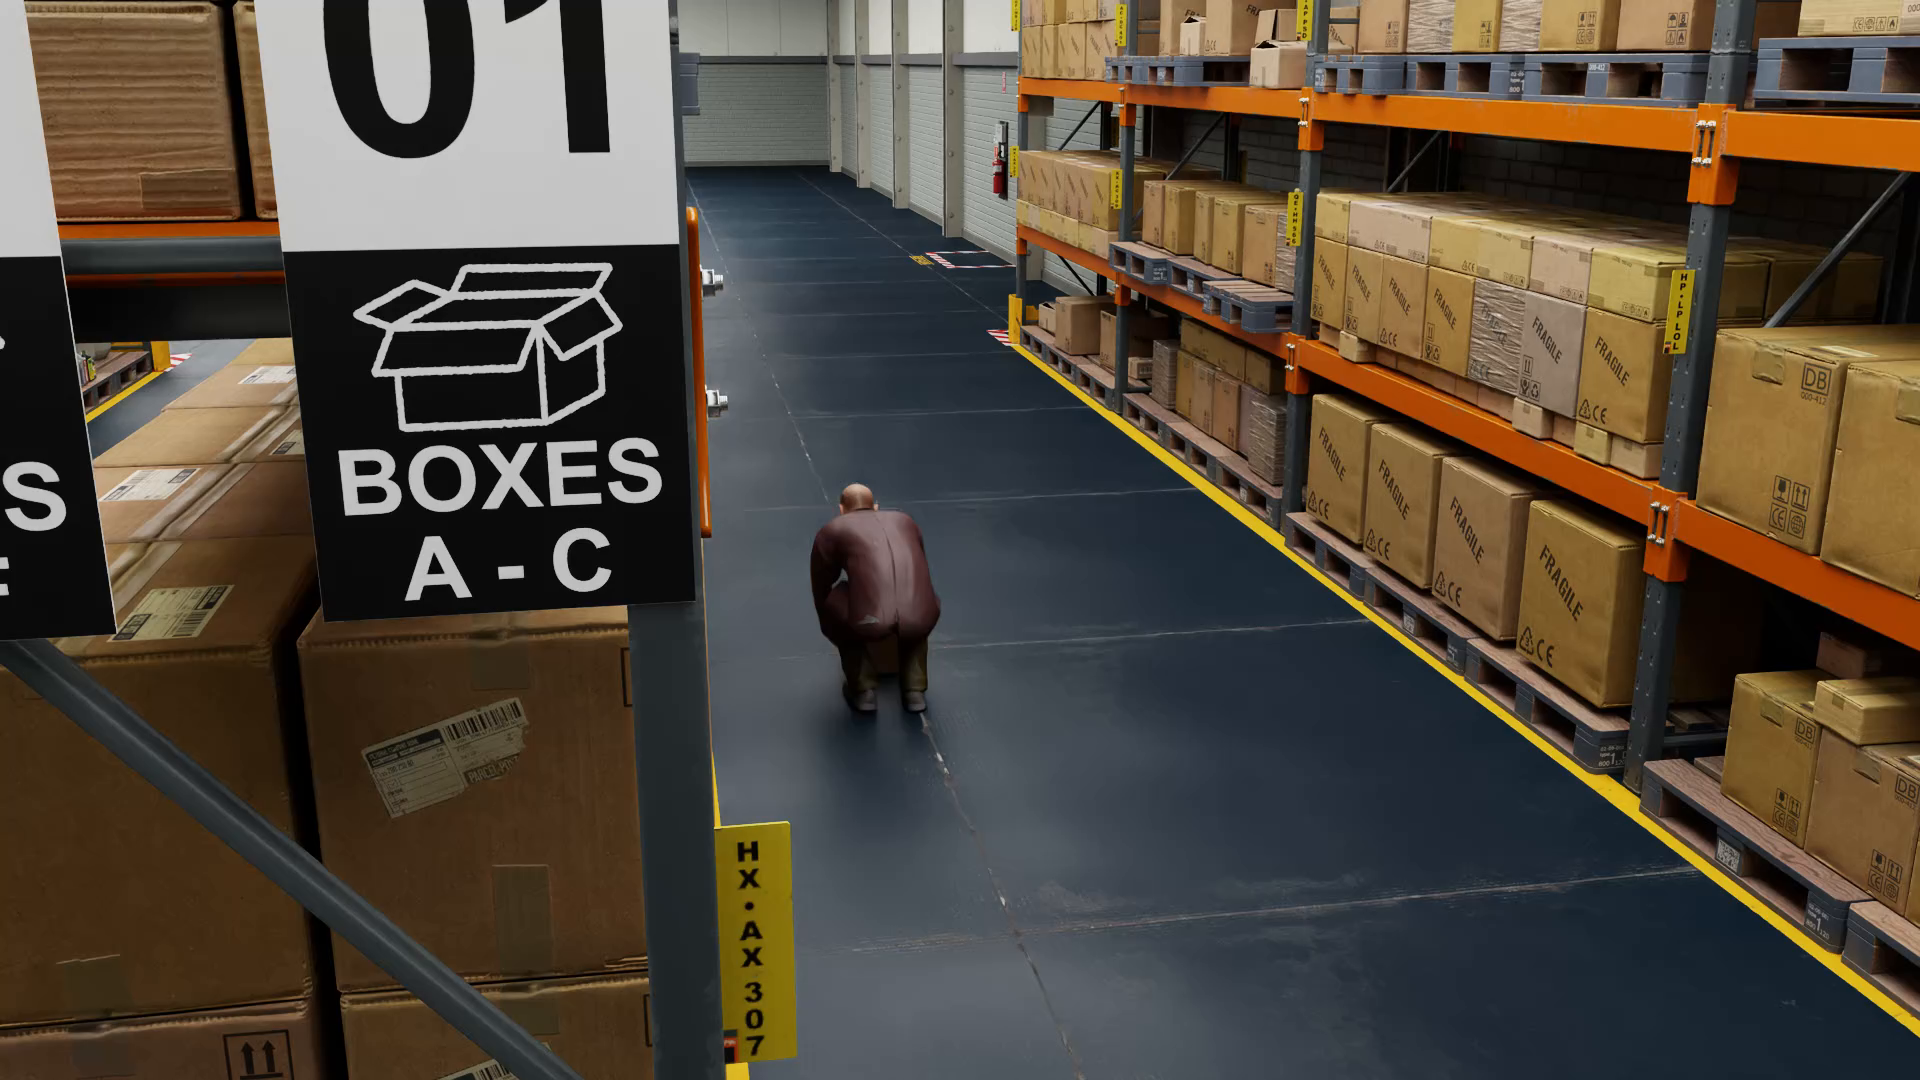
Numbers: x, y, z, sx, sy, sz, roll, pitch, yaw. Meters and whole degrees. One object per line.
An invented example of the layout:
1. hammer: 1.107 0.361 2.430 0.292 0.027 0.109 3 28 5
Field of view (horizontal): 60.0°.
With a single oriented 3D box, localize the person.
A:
1. person: -0.402 0.292 8.027 0.609 0.960 0.900 -3 16 -11
